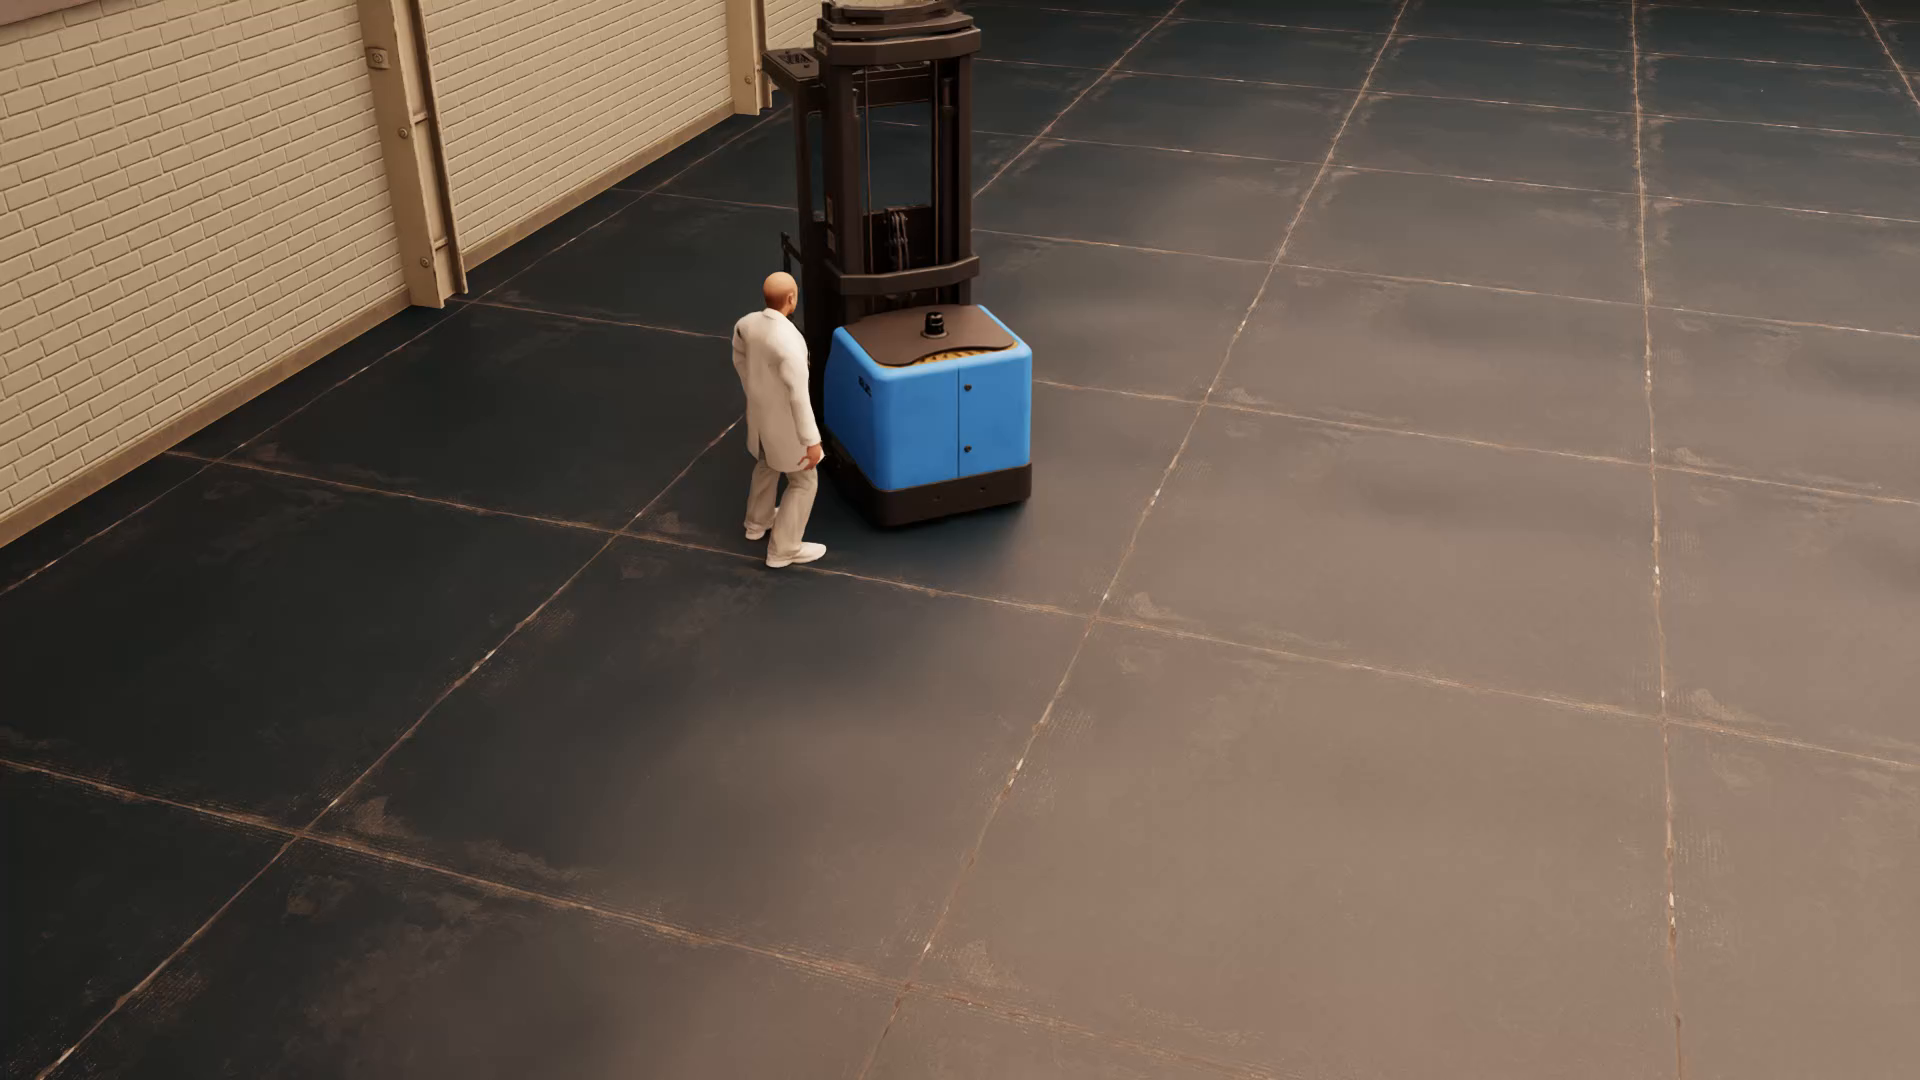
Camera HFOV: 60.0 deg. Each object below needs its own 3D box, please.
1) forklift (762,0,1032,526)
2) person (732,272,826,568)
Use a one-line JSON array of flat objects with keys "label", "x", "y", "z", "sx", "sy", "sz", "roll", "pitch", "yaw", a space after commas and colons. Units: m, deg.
[{"label": "forklift", "x": -0.582, "y": -2.071, "z": 10.769, "sx": 1.130, "sy": 2.935, "sz": 3.031, "roll": -12, "pitch": 32, "yaw": -19}, {"label": "person", "x": -1.017, "y": -0.700, "z": 9.559, "sx": 0.453, "sy": 1.752, "sz": 0.823, "roll": -23, "pitch": 37, "yaw": -34}]
